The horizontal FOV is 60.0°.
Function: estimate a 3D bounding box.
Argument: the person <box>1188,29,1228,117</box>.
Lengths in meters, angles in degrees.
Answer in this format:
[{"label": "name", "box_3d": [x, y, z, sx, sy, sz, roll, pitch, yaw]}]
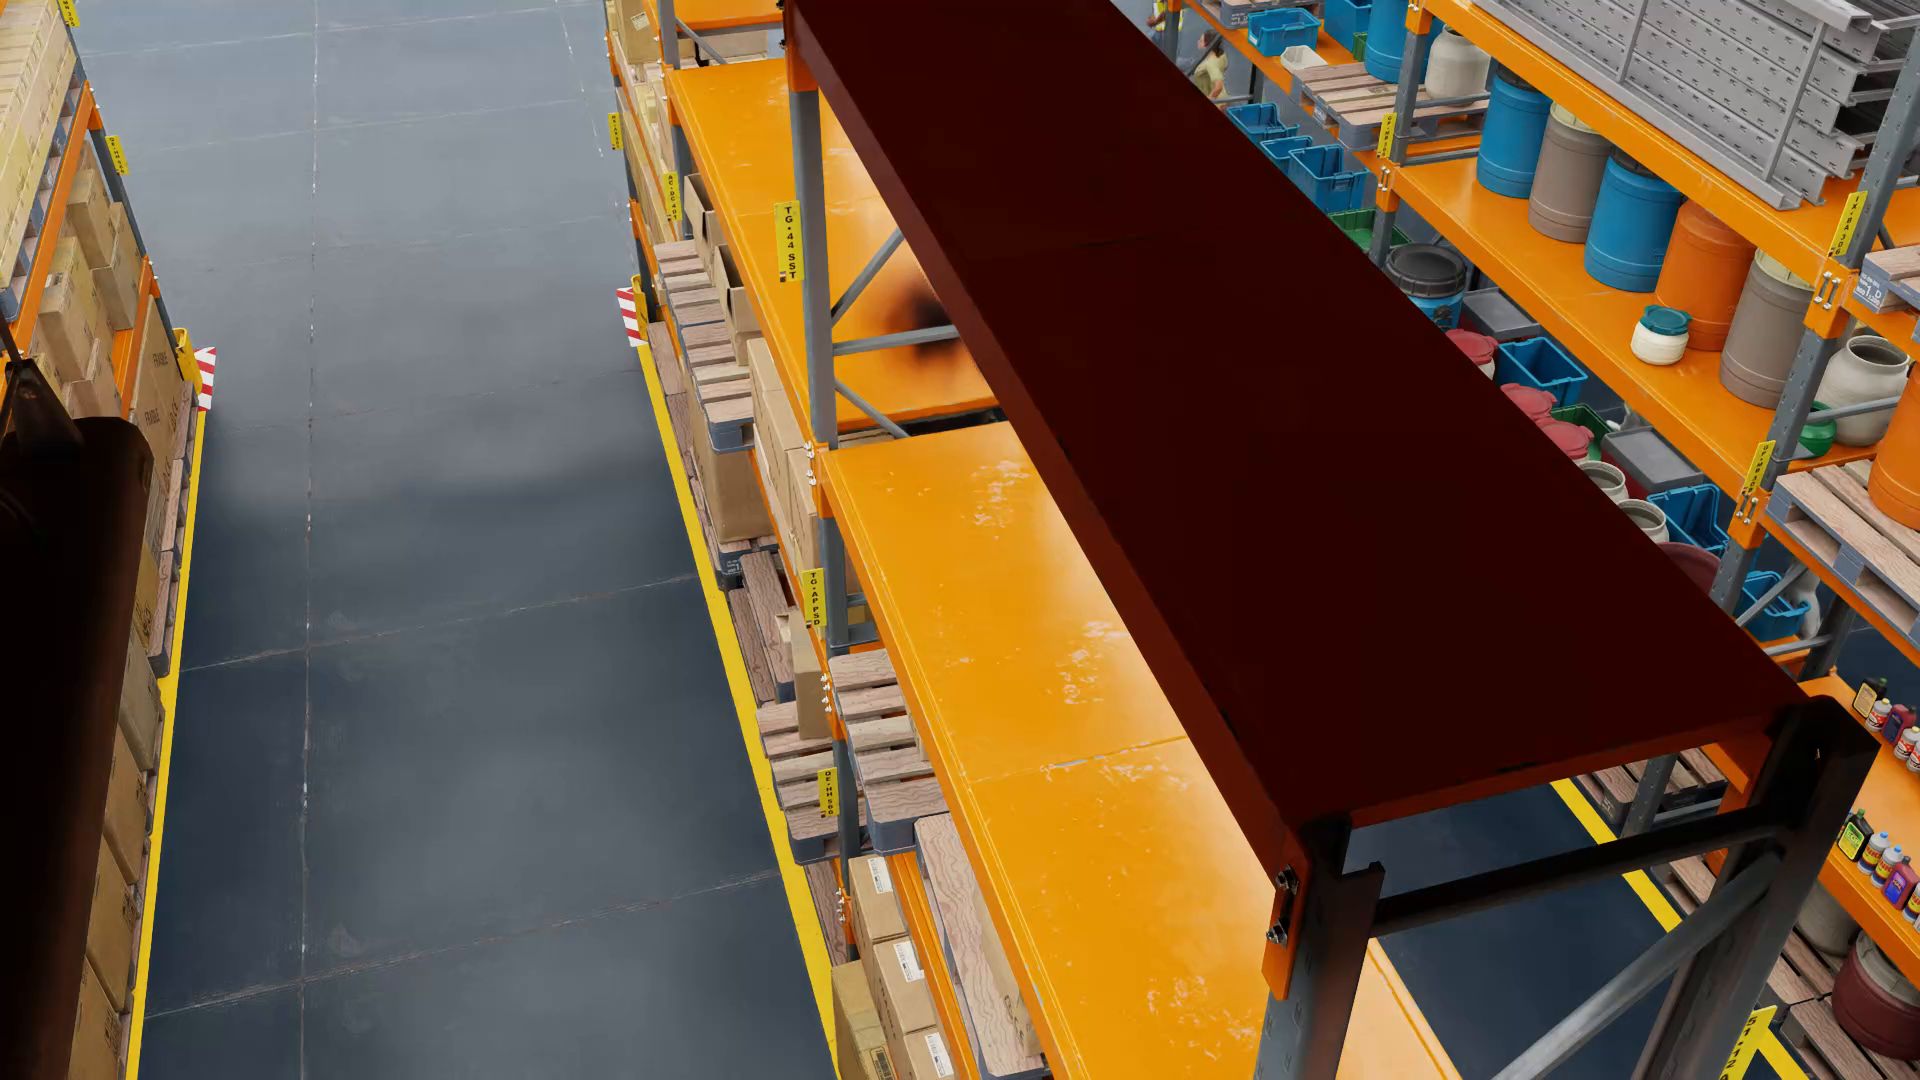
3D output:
[{"label": "person", "box_3d": [2.579, -4.449, 17.107, 0.848, 1.668, 0.591, 23, 44, 27]}]

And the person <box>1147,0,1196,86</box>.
[{"label": "person", "box_3d": [2.373, -5.780, 18.760, 1.029, 1.752, 0.678, 9, 39, 11]}]

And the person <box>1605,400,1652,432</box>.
[{"label": "person", "box_3d": [5.627, -1.390, 13.216, 0.715, 1.691, 0.825, -18, 42, -22]}]

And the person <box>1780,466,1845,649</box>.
[{"label": "person", "box_3d": [5.898, 0.020, 11.365, 0.643, 1.833, 0.829, -10, 39, -12]}]
